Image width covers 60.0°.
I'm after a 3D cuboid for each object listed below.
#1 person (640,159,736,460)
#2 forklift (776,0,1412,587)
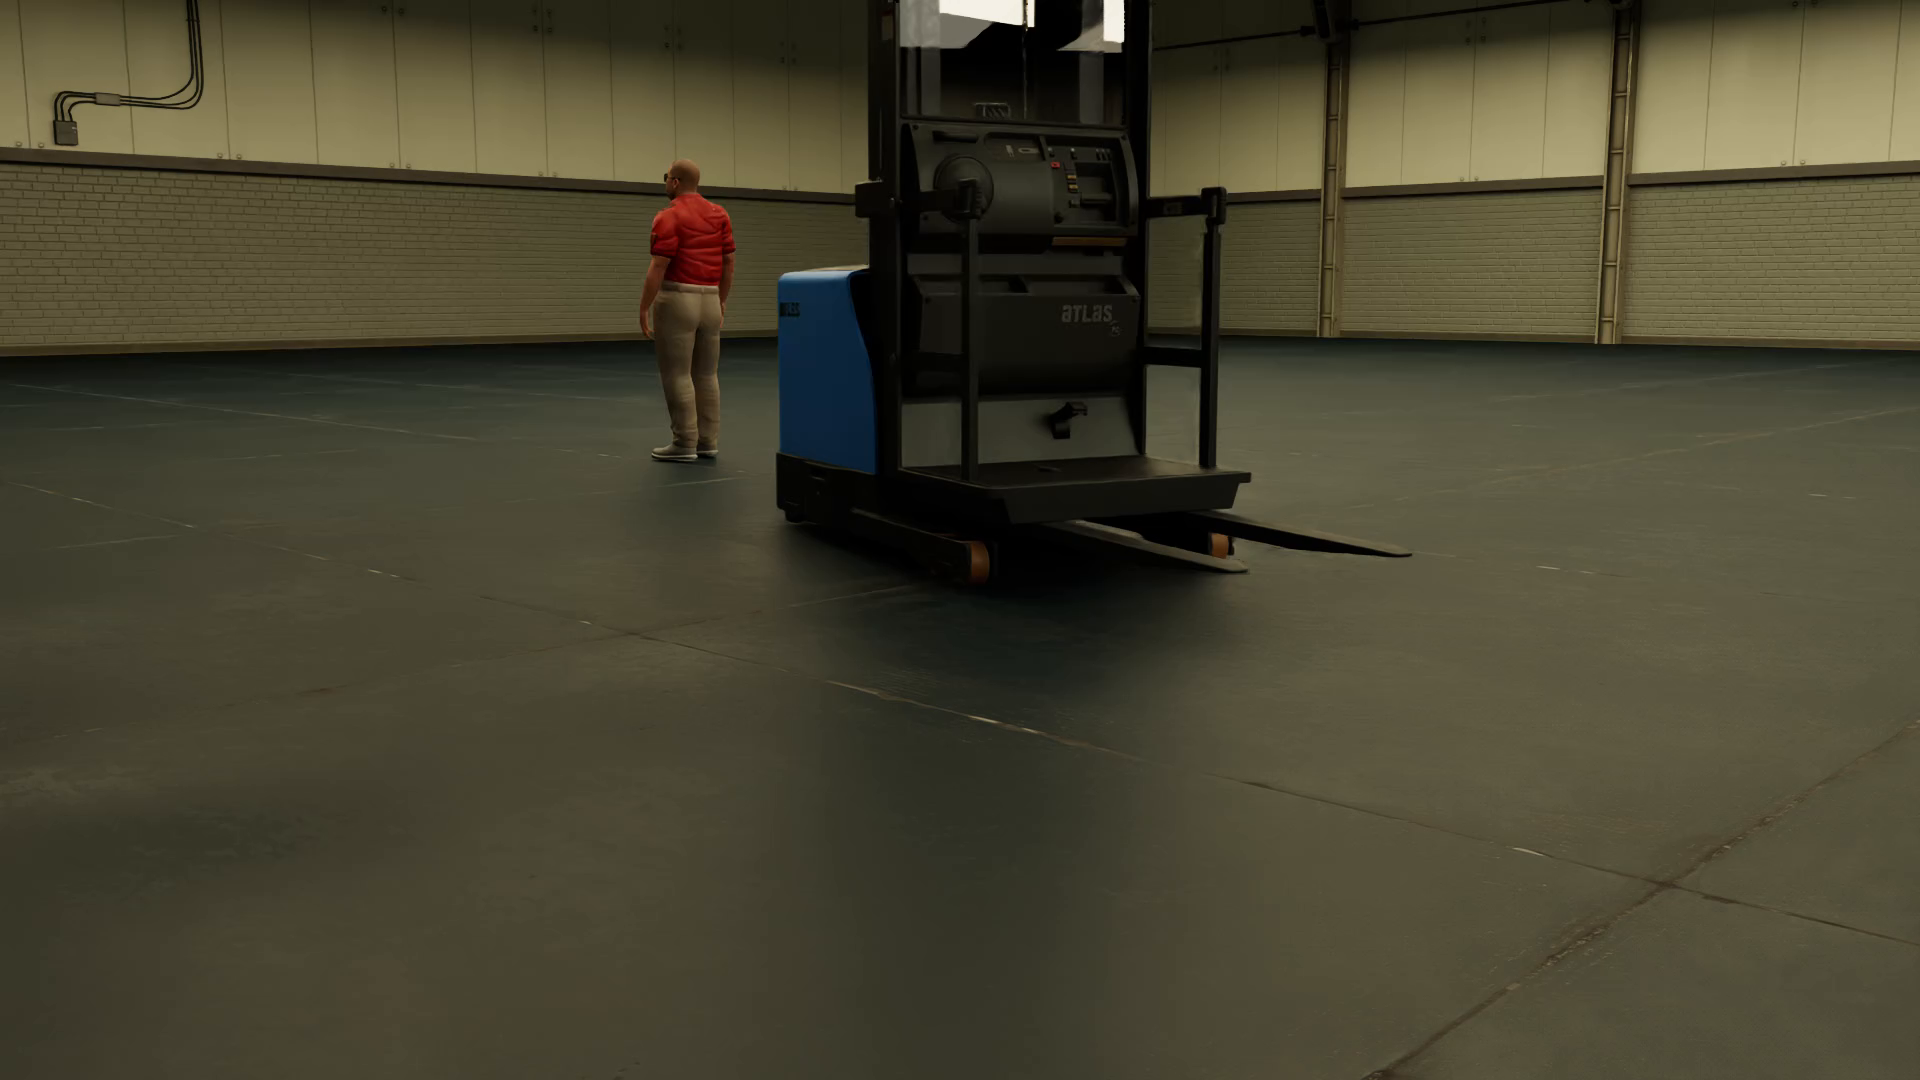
[{"bbox_3d":[-1.649,-1.334,9.719,0.550,1.727,0.641,7,11,41],"label":"person"},{"bbox_3d":[0.344,-1.363,5.928,1.130,2.935,3.031,-4,10,-28],"label":"forklift"}]
